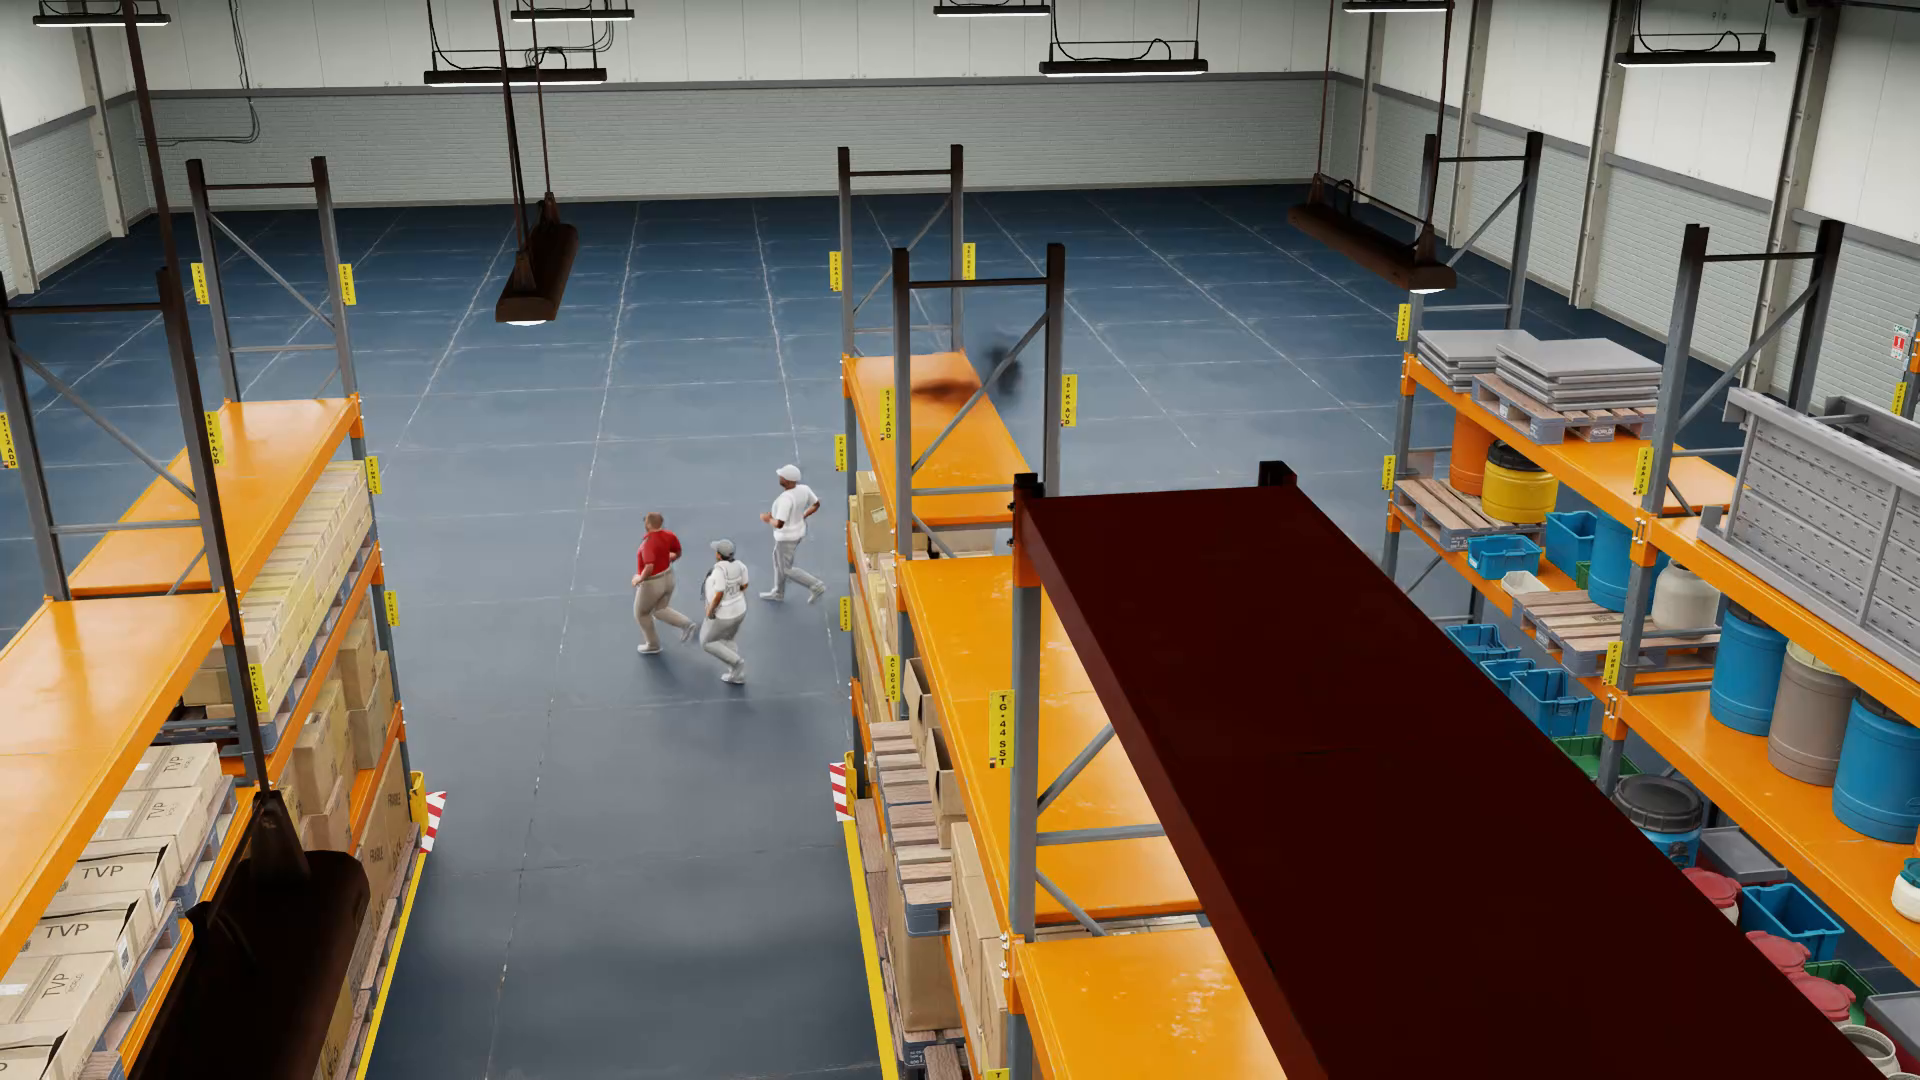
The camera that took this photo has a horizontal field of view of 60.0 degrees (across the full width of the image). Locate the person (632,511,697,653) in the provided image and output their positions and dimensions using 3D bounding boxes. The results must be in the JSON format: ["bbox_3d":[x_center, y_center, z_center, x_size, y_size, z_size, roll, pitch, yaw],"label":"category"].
[{"bbox_3d":[-3.275,0.496,18.142,0.732,1.703,0.670,11,24,26],"label":"person"}]

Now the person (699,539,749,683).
[{"bbox_3d":[-2.474,0.762,17.536,0.517,1.634,0.586,13,25,29],"label":"person"}]

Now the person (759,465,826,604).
[{"bbox_3d":[-1.968,-0.050,19.388,0.920,1.746,0.714,7,23,18],"label":"person"}]
